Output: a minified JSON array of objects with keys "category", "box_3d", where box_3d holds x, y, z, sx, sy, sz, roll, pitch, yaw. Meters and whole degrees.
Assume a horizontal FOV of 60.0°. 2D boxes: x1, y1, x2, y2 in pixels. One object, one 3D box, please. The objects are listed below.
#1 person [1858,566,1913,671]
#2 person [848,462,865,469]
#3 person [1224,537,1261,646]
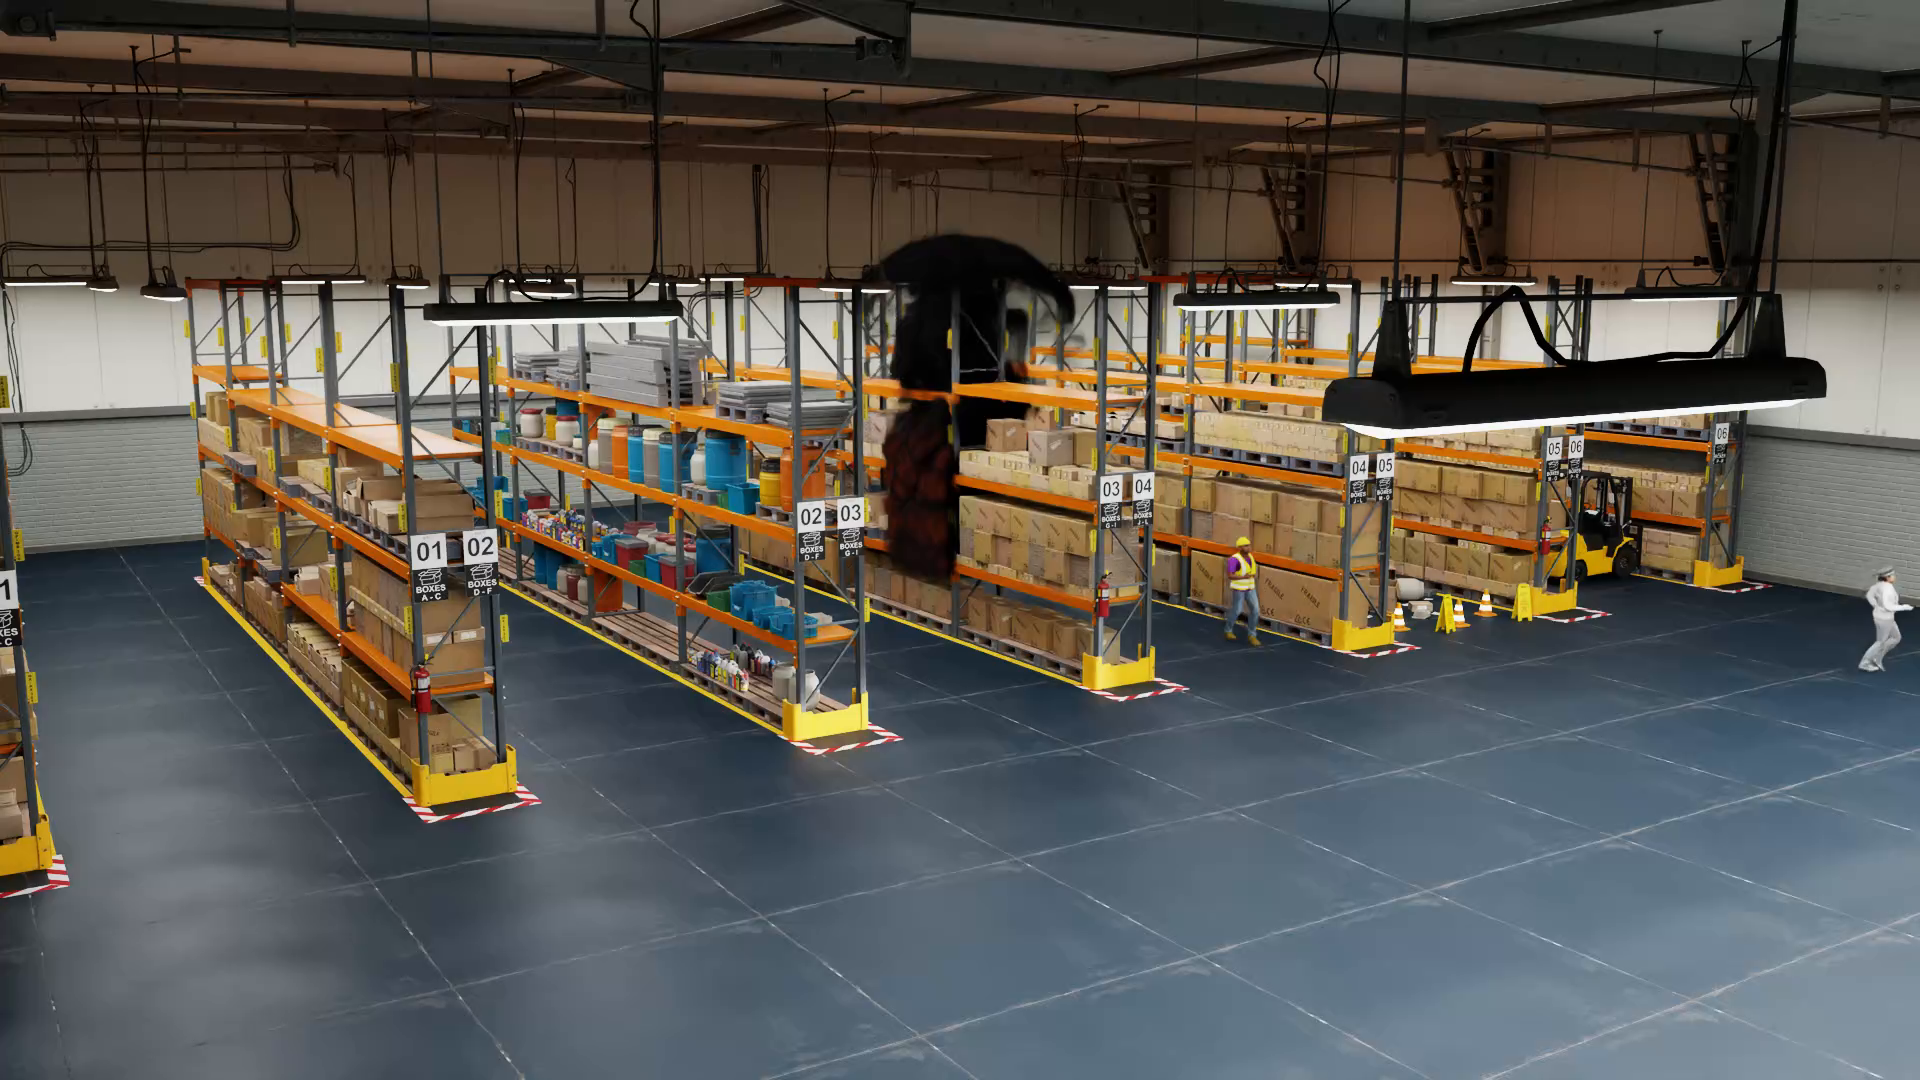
[{"category":"person","box_3d":[14.323,1.222,25.699,0.659,1.682,0.580,4,10,22]},{"category":"person","box_3d":[-2.568,-1.463,41.509,0.908,1.725,0.693,-7,12,-35]},{"category":"person","box_3d":[4.693,0.857,27.617,0.707,1.841,0.716,-6,11,-34]}]
